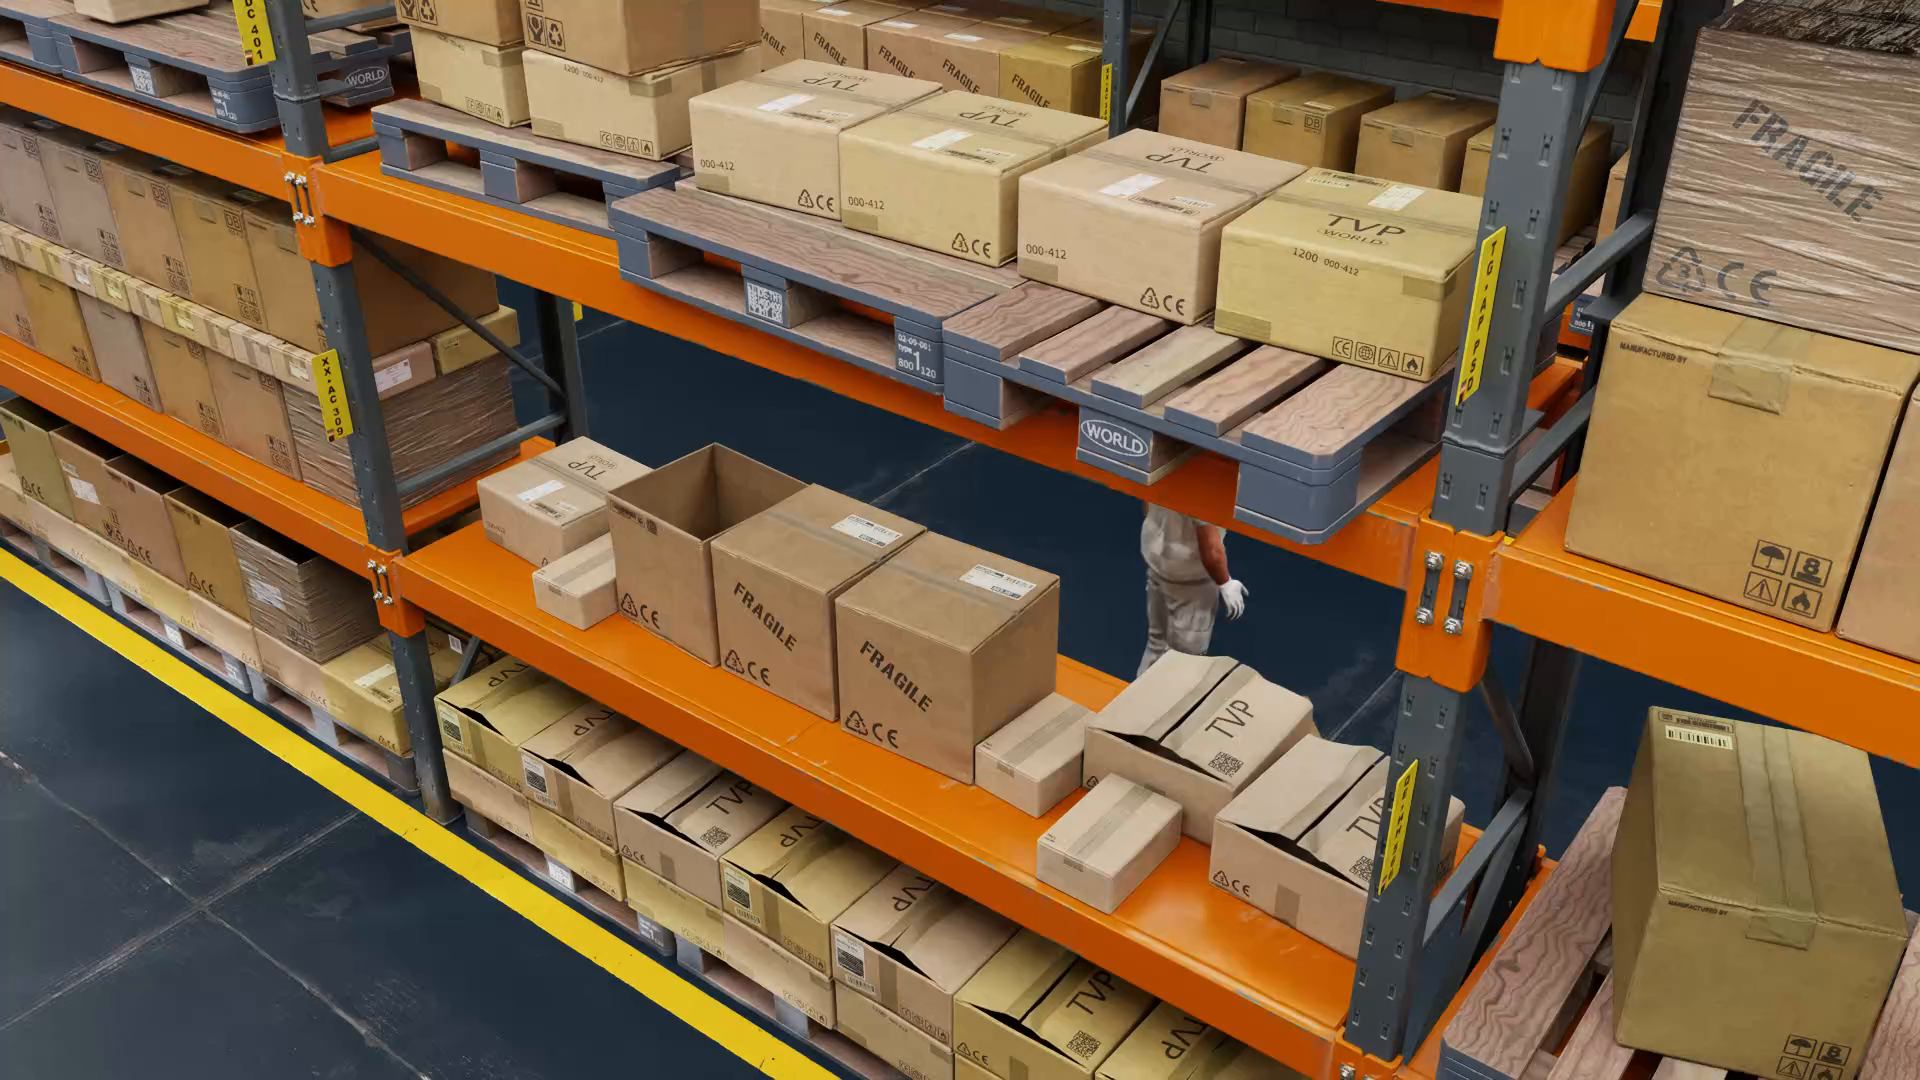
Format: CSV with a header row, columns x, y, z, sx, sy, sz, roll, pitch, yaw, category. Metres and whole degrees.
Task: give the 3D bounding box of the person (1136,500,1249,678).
x,y,z,sx,sy,sz,roll,pitch,yaw,category
0.931,0.137,6.842,0.418,1.787,0.660,-8,32,-14,person
